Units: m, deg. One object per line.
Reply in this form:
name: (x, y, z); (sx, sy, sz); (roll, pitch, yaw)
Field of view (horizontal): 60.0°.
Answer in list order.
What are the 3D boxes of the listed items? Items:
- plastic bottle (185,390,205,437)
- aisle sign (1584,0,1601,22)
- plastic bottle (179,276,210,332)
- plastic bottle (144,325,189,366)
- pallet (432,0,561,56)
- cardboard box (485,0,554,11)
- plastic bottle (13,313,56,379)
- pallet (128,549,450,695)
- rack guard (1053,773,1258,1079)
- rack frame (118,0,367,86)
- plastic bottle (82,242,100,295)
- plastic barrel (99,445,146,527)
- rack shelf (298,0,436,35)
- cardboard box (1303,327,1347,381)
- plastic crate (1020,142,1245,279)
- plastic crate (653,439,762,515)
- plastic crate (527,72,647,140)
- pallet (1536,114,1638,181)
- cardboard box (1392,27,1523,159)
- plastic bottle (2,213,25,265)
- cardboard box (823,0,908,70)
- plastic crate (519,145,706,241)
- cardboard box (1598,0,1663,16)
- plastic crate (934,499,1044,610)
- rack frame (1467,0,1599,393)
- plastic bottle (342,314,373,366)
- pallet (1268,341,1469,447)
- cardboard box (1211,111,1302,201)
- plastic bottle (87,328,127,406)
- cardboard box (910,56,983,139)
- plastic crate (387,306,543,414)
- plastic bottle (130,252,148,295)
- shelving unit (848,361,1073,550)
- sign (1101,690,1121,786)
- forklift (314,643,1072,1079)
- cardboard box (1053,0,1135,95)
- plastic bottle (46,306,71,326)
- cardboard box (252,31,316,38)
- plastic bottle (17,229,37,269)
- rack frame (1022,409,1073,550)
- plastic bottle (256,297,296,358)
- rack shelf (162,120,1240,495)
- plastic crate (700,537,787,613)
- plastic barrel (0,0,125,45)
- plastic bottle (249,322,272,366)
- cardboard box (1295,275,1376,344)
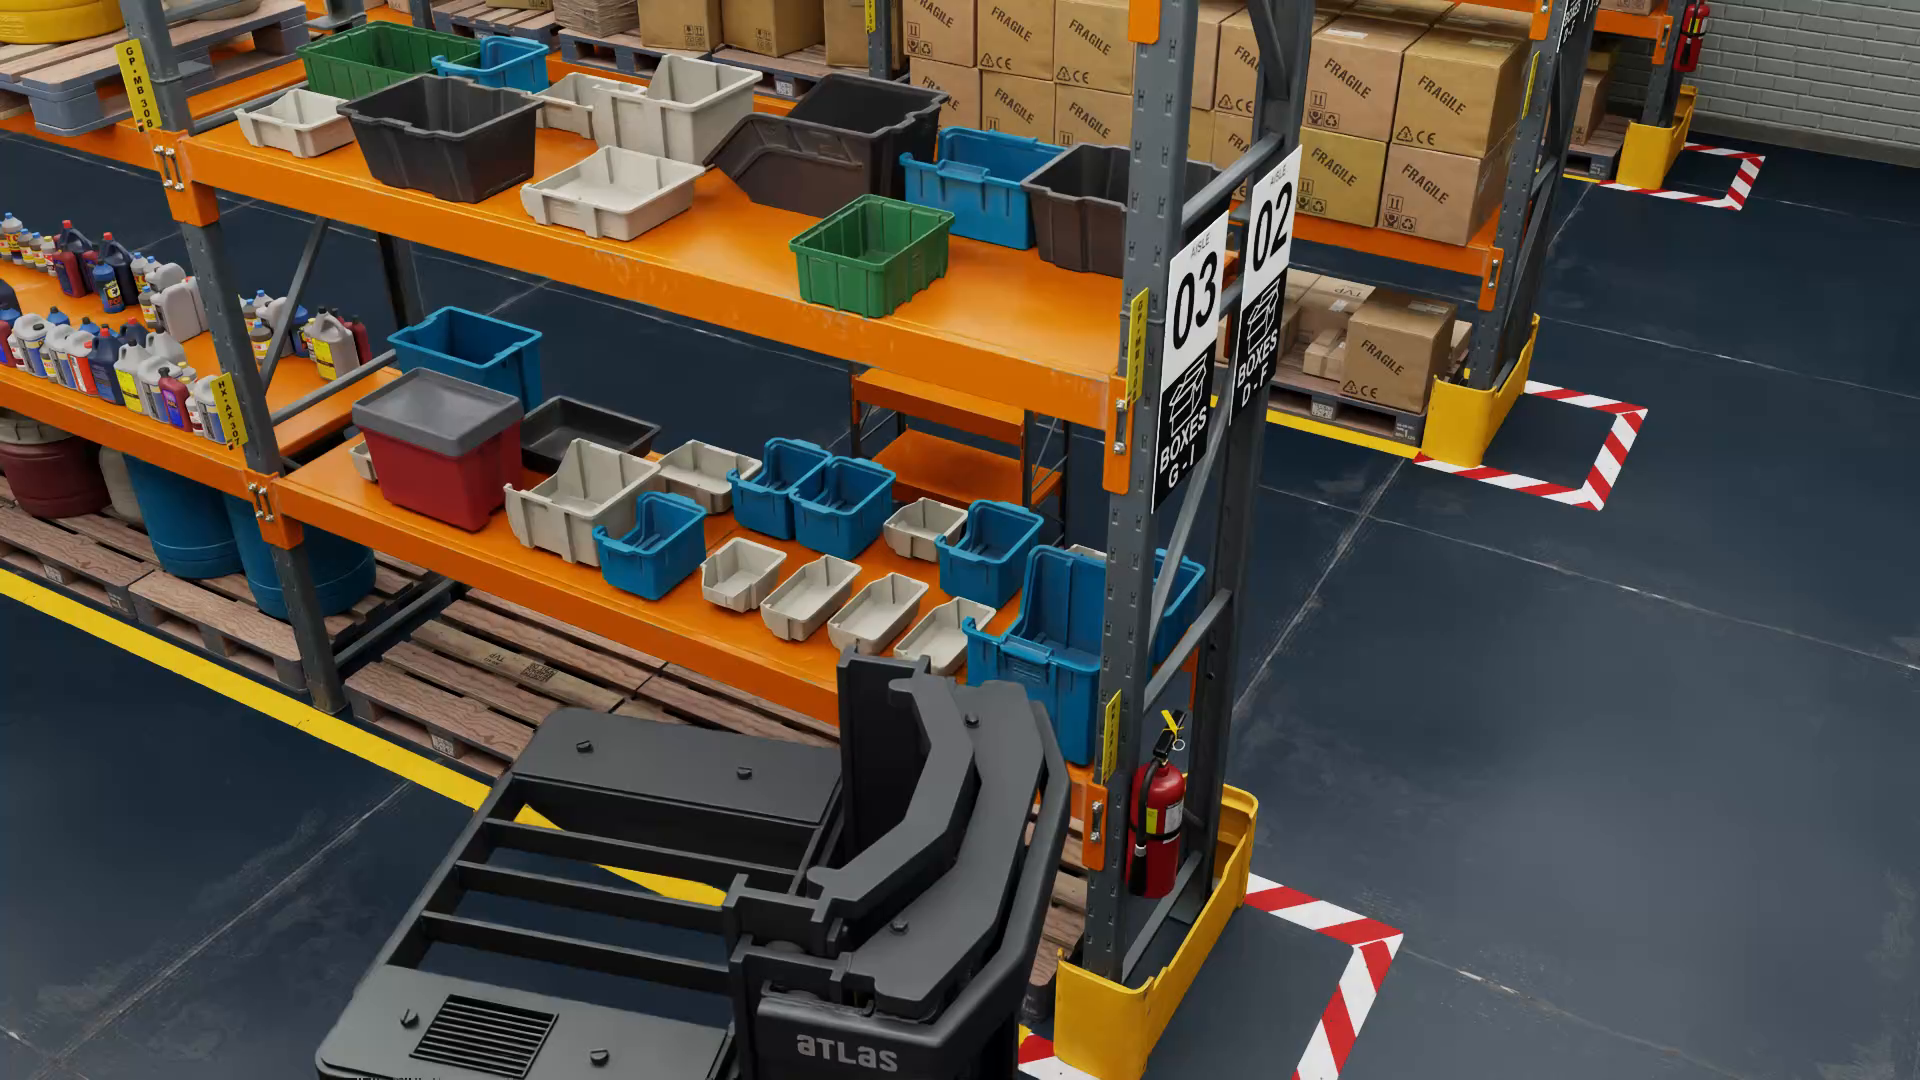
plastic bottle: (-3.356, -0.566, 7.344); (0.097, 0.201, 0.097); (0, 34, 0)
aisle sign: (3.400, -3.164, 8.721); (0.004, 0.787, 0.394); (18, 37, 24)
plastic bottle: (-3.756, -1.191, 8.215); (0.135, 0.276, 0.152); (18, 37, 24)
plastic bottle: (-3.628, -0.821, 7.592); (0.185, 0.351, 0.144); (18, 37, 24)
pallet: (-3.127, -3.927, 12.385); (1.003, 0.211, 1.213); (18, 37, 24)
cardboard box: (-3.148, -4.257, 12.239); (0.500, 0.500, 0.700); (6, 34, 9)
plastic bottle: (-4.315, -0.918, 7.805); (0.135, 0.276, 0.152); (18, 37, 24)
pallet: (-3.388, 0.251, 8.453); (1.213, 0.211, 1.003); (18, 37, 24)
rack guard: (0.761, 1.464, 6.372); (0.348, 0.500, 1.175); (18, 37, 24)
rack frame: (-2.739, -3.174, 5.668); (0.127, 3.000, 1.000); (18, 37, 24)
plastic bottle: (-4.410, -1.391, 8.509); (0.133, 0.283, 0.061); (18, 37, 24)
plastic barrel: (-4.263, -0.367, 8.732); (0.421, 0.512, 0.421); (0, 34, 0)
rack shelf: (-5.487, -4.410, 13.587); (4.000, 0.370, 1.077); (18, 37, 24)
cardboard box: (2.294, -1.149, 10.200); (0.250, 0.166, 0.380); (18, 37, 24)
plastic crate: (0.538, -1.011, 5.245); (0.590, 0.269, 0.497); (18, 37, 24)
plastic crate: (-1.078, -0.258, 6.886); (0.466, 0.136, 0.293); (18, 37, 24)
plastic crate: (-1.446, -1.649, 6.323); (0.466, 0.136, 0.293); (18, 37, 24)
pallet: (4.917, -3.366, 13.885); (1.213, 0.211, 1.003); (18, 37, 24)
cardboard box: (2.672, -2.407, 8.938); (0.500, 0.500, 0.500); (17, 37, 24)
plastic bottle: (-5.019, -1.606, 8.843); (0.097, 0.271, 0.097); (0, 34, 0)
cardboard box: (-0.578, -3.514, 11.122); (0.500, 0.500, 0.700); (6, 34, 9)
plastic crate: (-1.183, -1.165, 5.595); (0.530, 0.136, 0.437); (18, 37, 24)
cardboard box: (5.202, -4.605, 12.959); (0.700, 0.700, 0.980); (19, 38, 26)
plastic crate: (0.111, 0.060, 6.321); (0.300, 0.233, 0.416); (18, 37, 24)
rack frame: (3.195, -1.960, 9.257); (0.127, 3.000, 1.000); (18, 37, 24)
plastic bottle: (-2.846, -0.935, 7.823); (0.133, 0.283, 0.061); (18, 37, 24)
pallet: (2.436, -1.038, 10.390); (1.213, 0.211, 1.003); (18, 37, 24)
cardboard box: (1.788, -2.274, 9.640); (0.500, 0.500, 0.500); (18, 38, 25)
plastic bottle: (-3.860, -0.803, 7.564); (0.185, 0.351, 0.144); (18, 37, 24)
cardboard box: (0.029, -2.830, 10.474); (0.500, 0.500, 0.500); (19, 38, 26)
plastic crate: (-2.164, -0.731, 7.373); (0.575, 0.384, 0.392); (18, 37, 24)
plastic bottle: (-4.129, -1.324, 8.419); (0.097, 0.271, 0.097); (0, 34, 0)
shelving unit: (0.006, -0.466, 8.706); (1.048, 1.125, 0.538); (18, 37, 24)
sign: (0.475, 0.624, 5.230); (0.005, 0.325, 0.100); (18, 37, 24)
forklift: (-0.639, 1.593, 3.985); (3.031, 2.935, 1.130); (7, 34, 11)
cardboard box: (0.886, -2.969, 9.781); (0.500, 0.500, 0.500); (16, 37, 23)
plastic bottle: (-4.269, -0.981, 7.904); (0.097, 0.271, 0.097); (0, 34, 0)
cardboard box: (-5.843, -4.272, 14.325); (0.500, 0.311, 0.500); (17, 37, 24)
plastic bottle: (-4.935, -1.551, 8.822); (0.097, 0.201, 0.097); (0, 34, 0)
rack frame: (0.447, -0.327, 8.496); (0.032, 1.125, 0.500); (18, 37, 24)
plastic bottle: (-3.269, -1.037, 7.983); (0.135, 0.276, 0.152); (18, 37, 24)
rack shelf: (-1.002, -1.076, 5.873); (4.000, 0.370, 1.077); (18, 37, 24)
plastic crate: (-0.828, 0.147, 6.278); (0.250, 0.136, 0.298); (18, 37, 24)
plastic barrel: (-3.632, -2.332, 6.562); (0.600, 0.588, 0.600); (0, 34, 0)
plastic bottle: (-3.315, -0.940, 7.906); (0.097, 0.201, 0.097); (0, 34, 0)
cardboard box: (2.430, -1.422, 10.534); (0.500, 0.250, 0.500); (18, 37, 24)
